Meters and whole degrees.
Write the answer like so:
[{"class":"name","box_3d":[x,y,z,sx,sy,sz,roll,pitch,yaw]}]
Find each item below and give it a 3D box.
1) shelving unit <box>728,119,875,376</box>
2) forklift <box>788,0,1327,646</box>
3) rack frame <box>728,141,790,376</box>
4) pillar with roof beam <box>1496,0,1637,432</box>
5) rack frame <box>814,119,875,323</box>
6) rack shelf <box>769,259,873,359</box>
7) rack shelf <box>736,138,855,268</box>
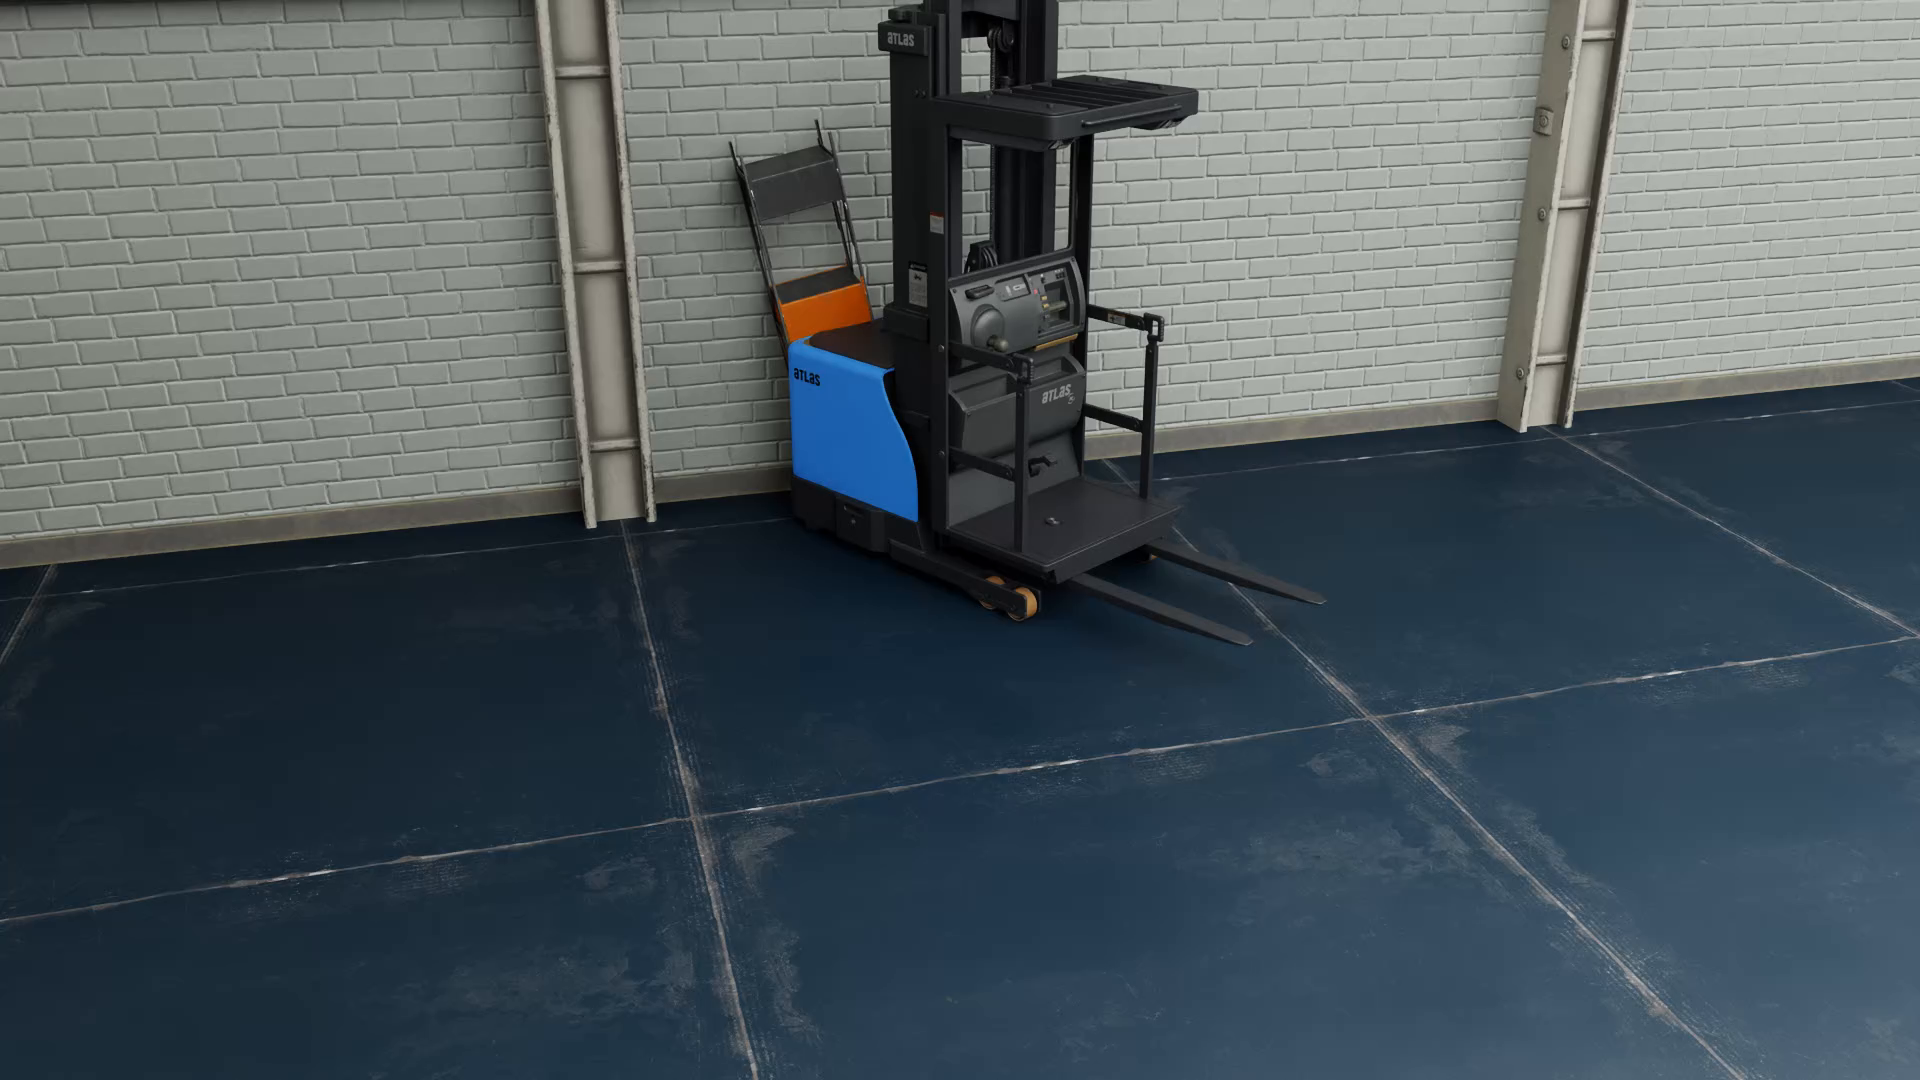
[{"class":"shelving unit","box_3d":[-0.770,-1.241,9.373,0.503,2.100,0.431,-17,27,-9]},{"class":"forklift","box_3d":[0.451,-1.174,8.268,3.031,2.935,1.130,21,31,40]},{"class":"rack frame","box_3d":[-1.000,-1.170,9.333,0.015,2.100,0.400,-17,27,-9]},{"class":"pillar with roof beam","box_3d":[4.976,-3.285,5.494,0.400,9.000,9.100,-6,24,-14]},{"class":"rack frame","box_3d":[-0.539,-1.311,9.412,0.015,2.100,0.400,-17,27,-9]},{"class":"rack shelf","box_3d":[-0.767,-1.229,9.379,0.480,0.518,0.431,-17,27,-9]},{"class":"rack shelf","box_3d":[-0.900,-1.840,9.064,0.480,0.518,0.431,-17,27,-9]}]
